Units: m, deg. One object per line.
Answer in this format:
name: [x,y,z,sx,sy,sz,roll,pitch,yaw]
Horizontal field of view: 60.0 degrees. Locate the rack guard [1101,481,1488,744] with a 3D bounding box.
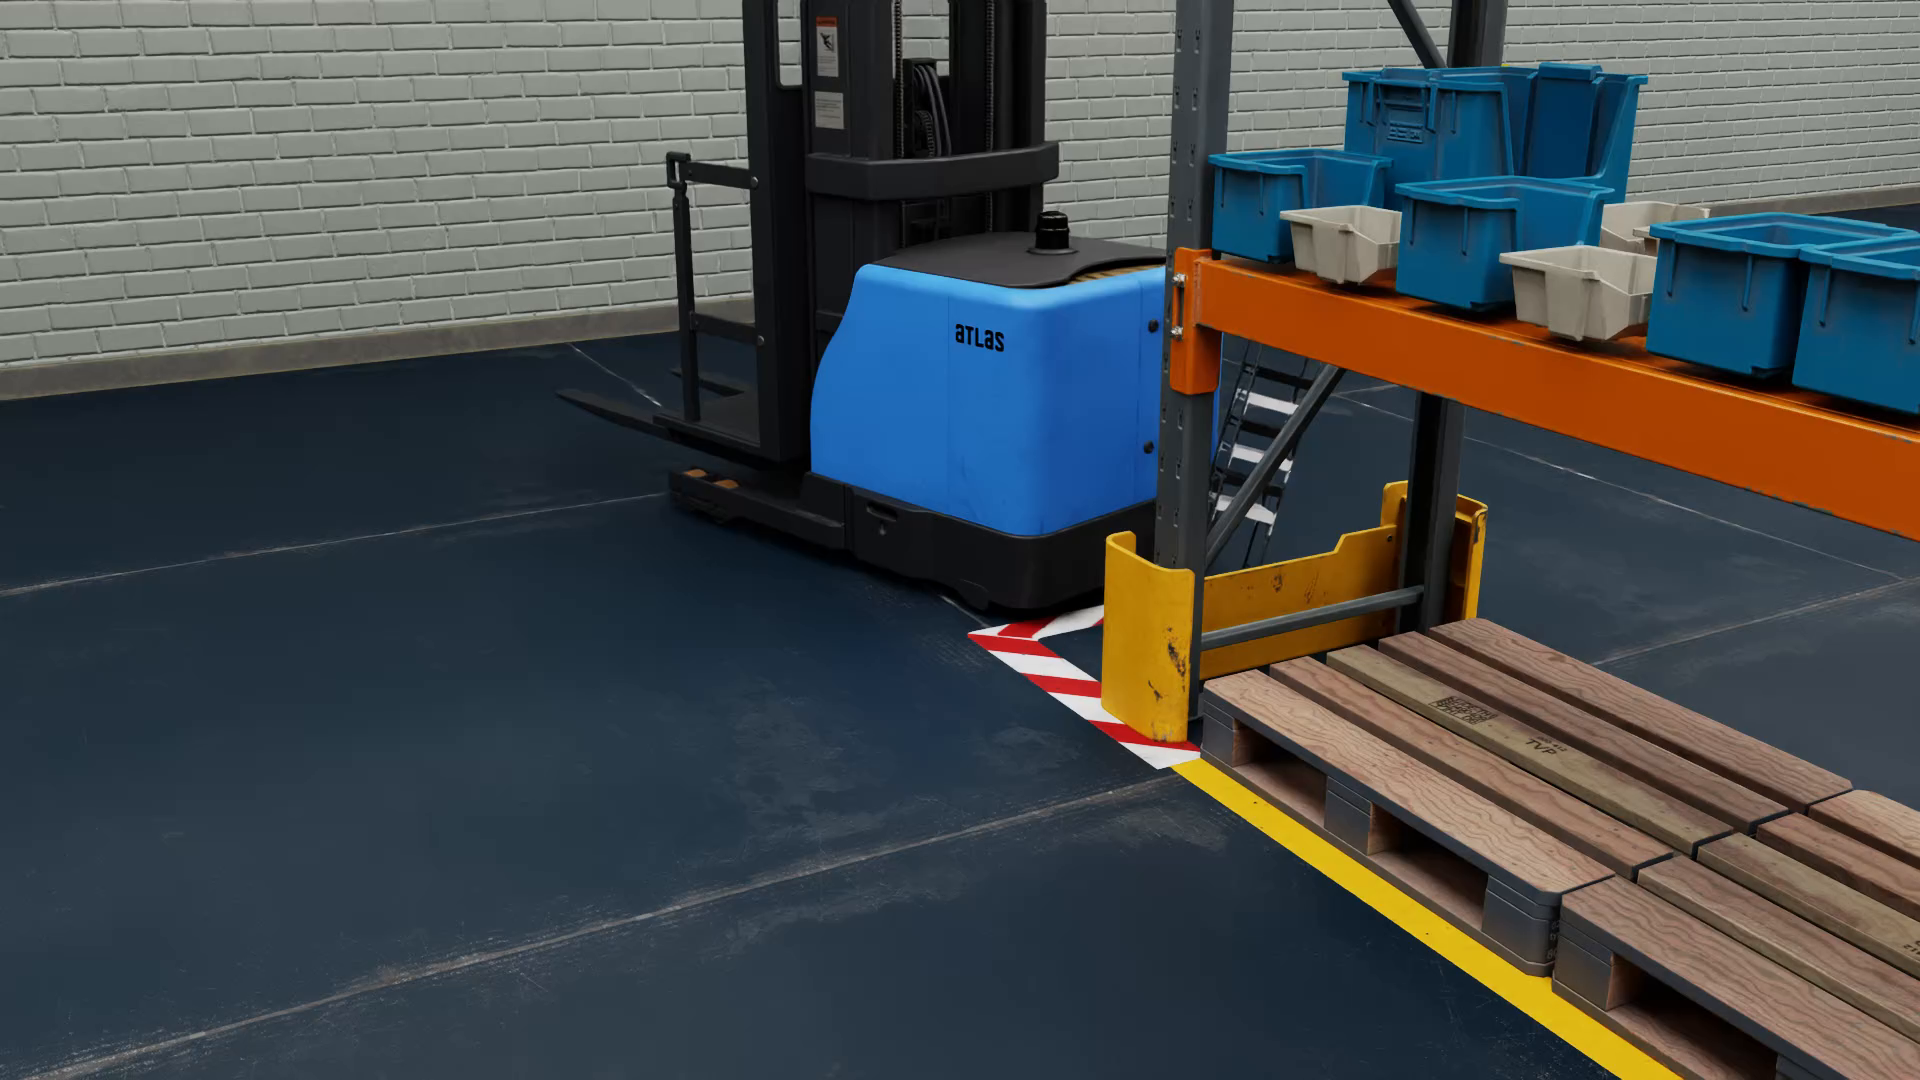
rack guard: [0.976,0.186,4.826,1.175,0.500,0.348,-10,21,-27]

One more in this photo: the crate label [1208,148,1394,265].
crate label: [0.827,-0.818,4.068,0.416,0.233,0.303,-10,21,-27]

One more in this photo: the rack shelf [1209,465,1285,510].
rack shelf: [0.951,-0.180,5.544,0.200,0.077,0.258,15,8,-4]

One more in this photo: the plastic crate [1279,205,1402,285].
plastic crate: [0.906,-0.668,3.780,0.250,0.136,0.298,-10,21,-27]

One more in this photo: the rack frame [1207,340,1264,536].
rack frame: [0.885,-0.324,5.519,0.006,0.900,0.240,15,8,-4]

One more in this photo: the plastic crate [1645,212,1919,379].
plastic crate: [1.452,-0.440,2.973,0.416,0.233,0.300,-10,21,-27]

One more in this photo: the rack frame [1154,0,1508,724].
rack frame: [0.999,-0.991,4.404,1.000,3.000,0.127,-10,21,-27]

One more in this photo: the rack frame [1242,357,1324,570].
rack frame: [1.081,-0.272,5.532,0.006,0.900,0.240,15,8,-4]

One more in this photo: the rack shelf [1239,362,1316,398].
rack shelf: [1.045,-0.524,5.491,0.200,0.077,0.258,15,8,-4]

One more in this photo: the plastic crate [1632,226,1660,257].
plastic crate: [1.671,-0.603,3.592,0.396,0.136,0.243,-10,21,-27]

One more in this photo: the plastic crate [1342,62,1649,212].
plastic crate: [1.323,-0.969,4.194,0.616,0.435,0.499,-10,21,-27]

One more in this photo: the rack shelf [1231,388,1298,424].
rack shelf: [1.021,-0.438,5.504,0.200,0.077,0.258,15,8,-4]

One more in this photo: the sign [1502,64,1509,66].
sign: [1.476,-1.158,4.638,0.100,0.325,0.005,-10,21,-27]

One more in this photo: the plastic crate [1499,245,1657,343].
plastic crate: [1.228,-0.473,3.216,0.250,0.136,0.298,-10,21,-27]

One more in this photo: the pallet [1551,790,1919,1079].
pallet: [1.932,0.920,3.142,1.003,0.211,1.213,-10,21,-27]

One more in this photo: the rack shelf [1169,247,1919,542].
rack shelf: [1.949,-0.077,2.857,1.077,0.370,4.000,-10,21,-27]

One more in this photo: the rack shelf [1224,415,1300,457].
rack shelf: [0.998,-0.352,5.517,0.200,0.077,0.258,15,8,-4]

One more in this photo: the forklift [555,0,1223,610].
forklift: [-0.483,-1.554,6.141,1.130,2.935,3.031,-18,26,-42]

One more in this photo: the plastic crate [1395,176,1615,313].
plastic crate: [1.139,-0.629,3.521,0.416,0.233,0.300,-10,21,-27]

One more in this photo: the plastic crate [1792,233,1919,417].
plastic crate: [1.594,-0.354,2.723,0.416,0.233,0.300,-10,21,-27]

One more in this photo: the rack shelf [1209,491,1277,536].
rack shelf: [0.927,-0.094,5.557,0.200,0.077,0.258,15,8,-4]

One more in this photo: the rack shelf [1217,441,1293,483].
rack shelf: [0.974,-0.266,5.530,0.200,0.077,0.258,15,8,-4]

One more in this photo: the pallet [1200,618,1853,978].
pallet: [1.357,0.570,4.155,1.003,0.211,1.213,-10,21,-27]

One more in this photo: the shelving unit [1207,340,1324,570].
shelving unit: [0.983,-0.298,5.525,0.210,0.900,0.258,15,8,-4]

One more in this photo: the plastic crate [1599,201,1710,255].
plastic crate: [1.546,-0.688,3.840,0.396,0.136,0.243,-10,21,-27]
